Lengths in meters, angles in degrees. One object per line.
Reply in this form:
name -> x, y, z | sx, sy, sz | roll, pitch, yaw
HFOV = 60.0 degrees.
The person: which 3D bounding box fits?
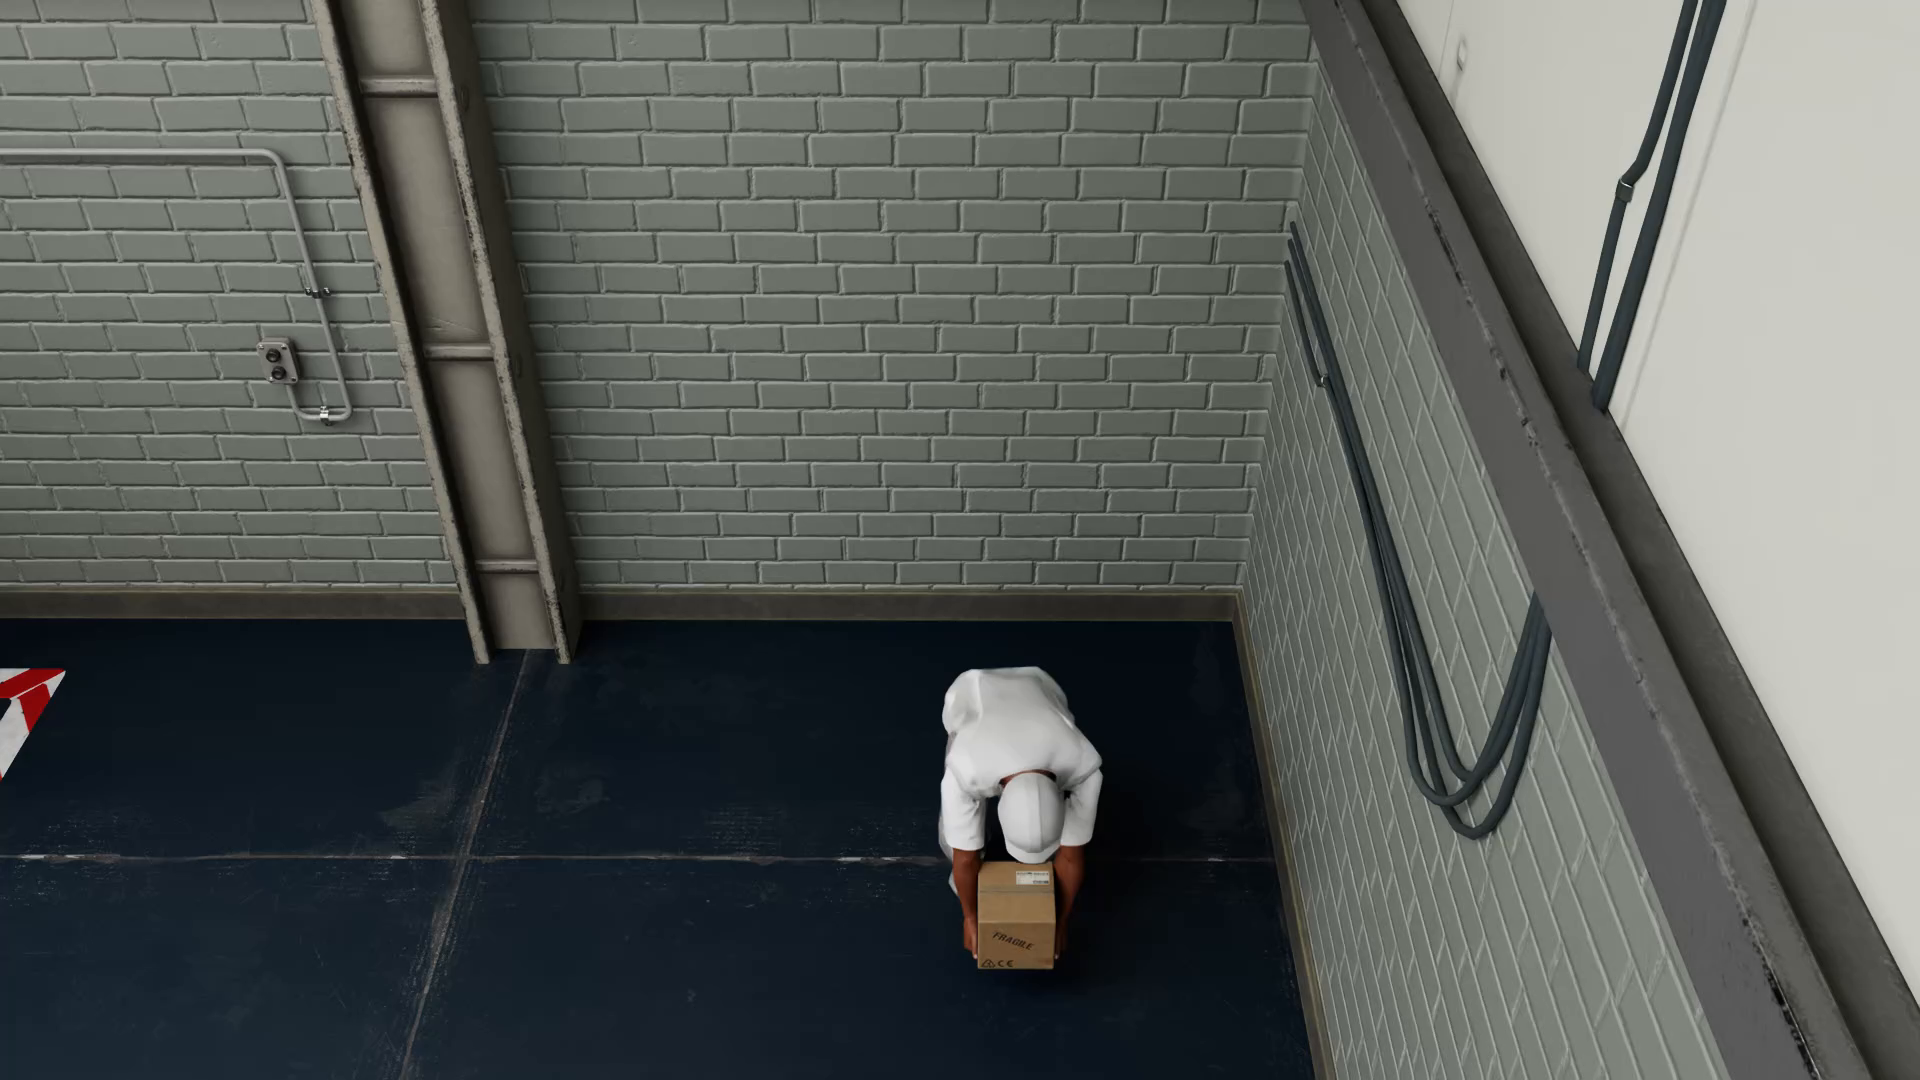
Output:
person -> 0.192, 0.908, 5.626 | 0.534, 1.013, 0.944 | -1, 39, -2
